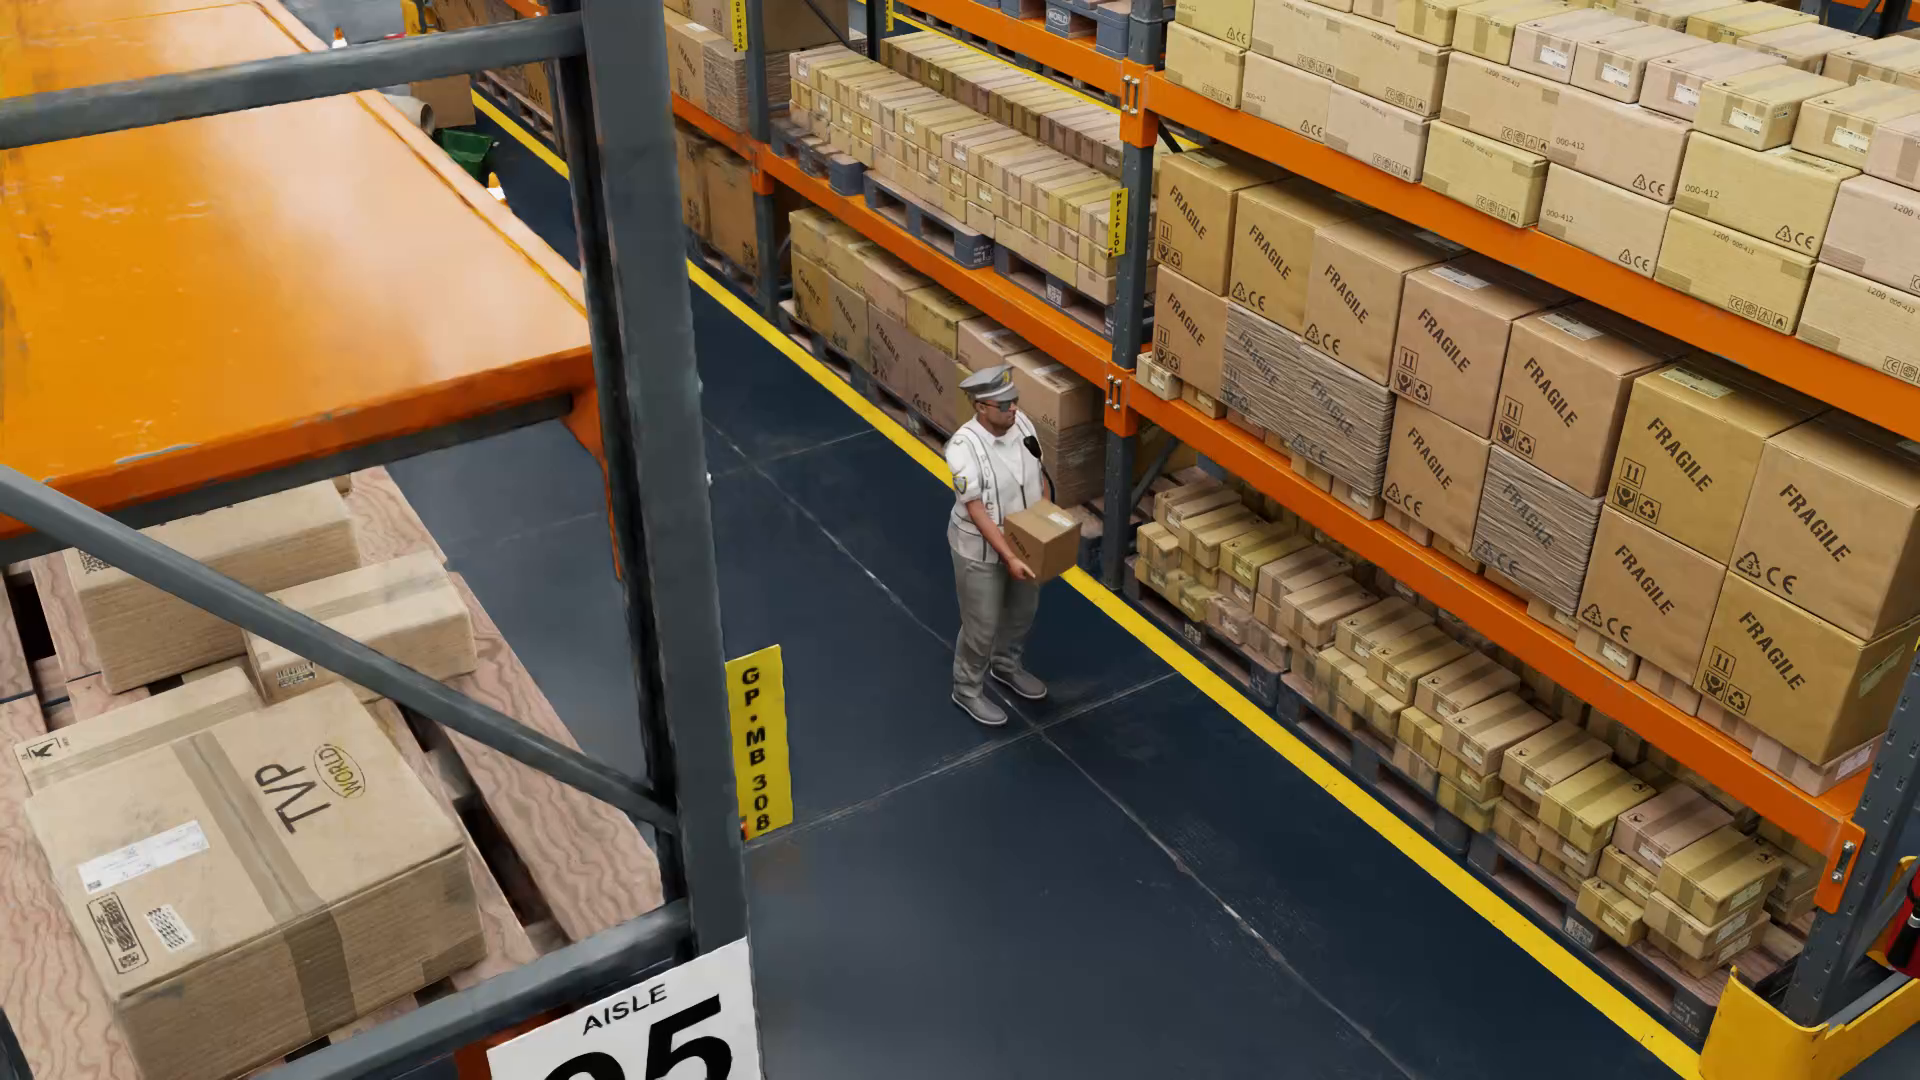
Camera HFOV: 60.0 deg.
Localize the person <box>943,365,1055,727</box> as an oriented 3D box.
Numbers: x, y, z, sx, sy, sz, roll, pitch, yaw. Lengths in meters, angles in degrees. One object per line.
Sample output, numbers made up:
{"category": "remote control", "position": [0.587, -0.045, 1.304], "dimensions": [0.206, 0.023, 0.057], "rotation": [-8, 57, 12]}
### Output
{"category": "person", "position": [0.236, 0.040, 7.623], "dimensions": [0.564, 1.767, 0.494], "rotation": [28, 42, 37]}
